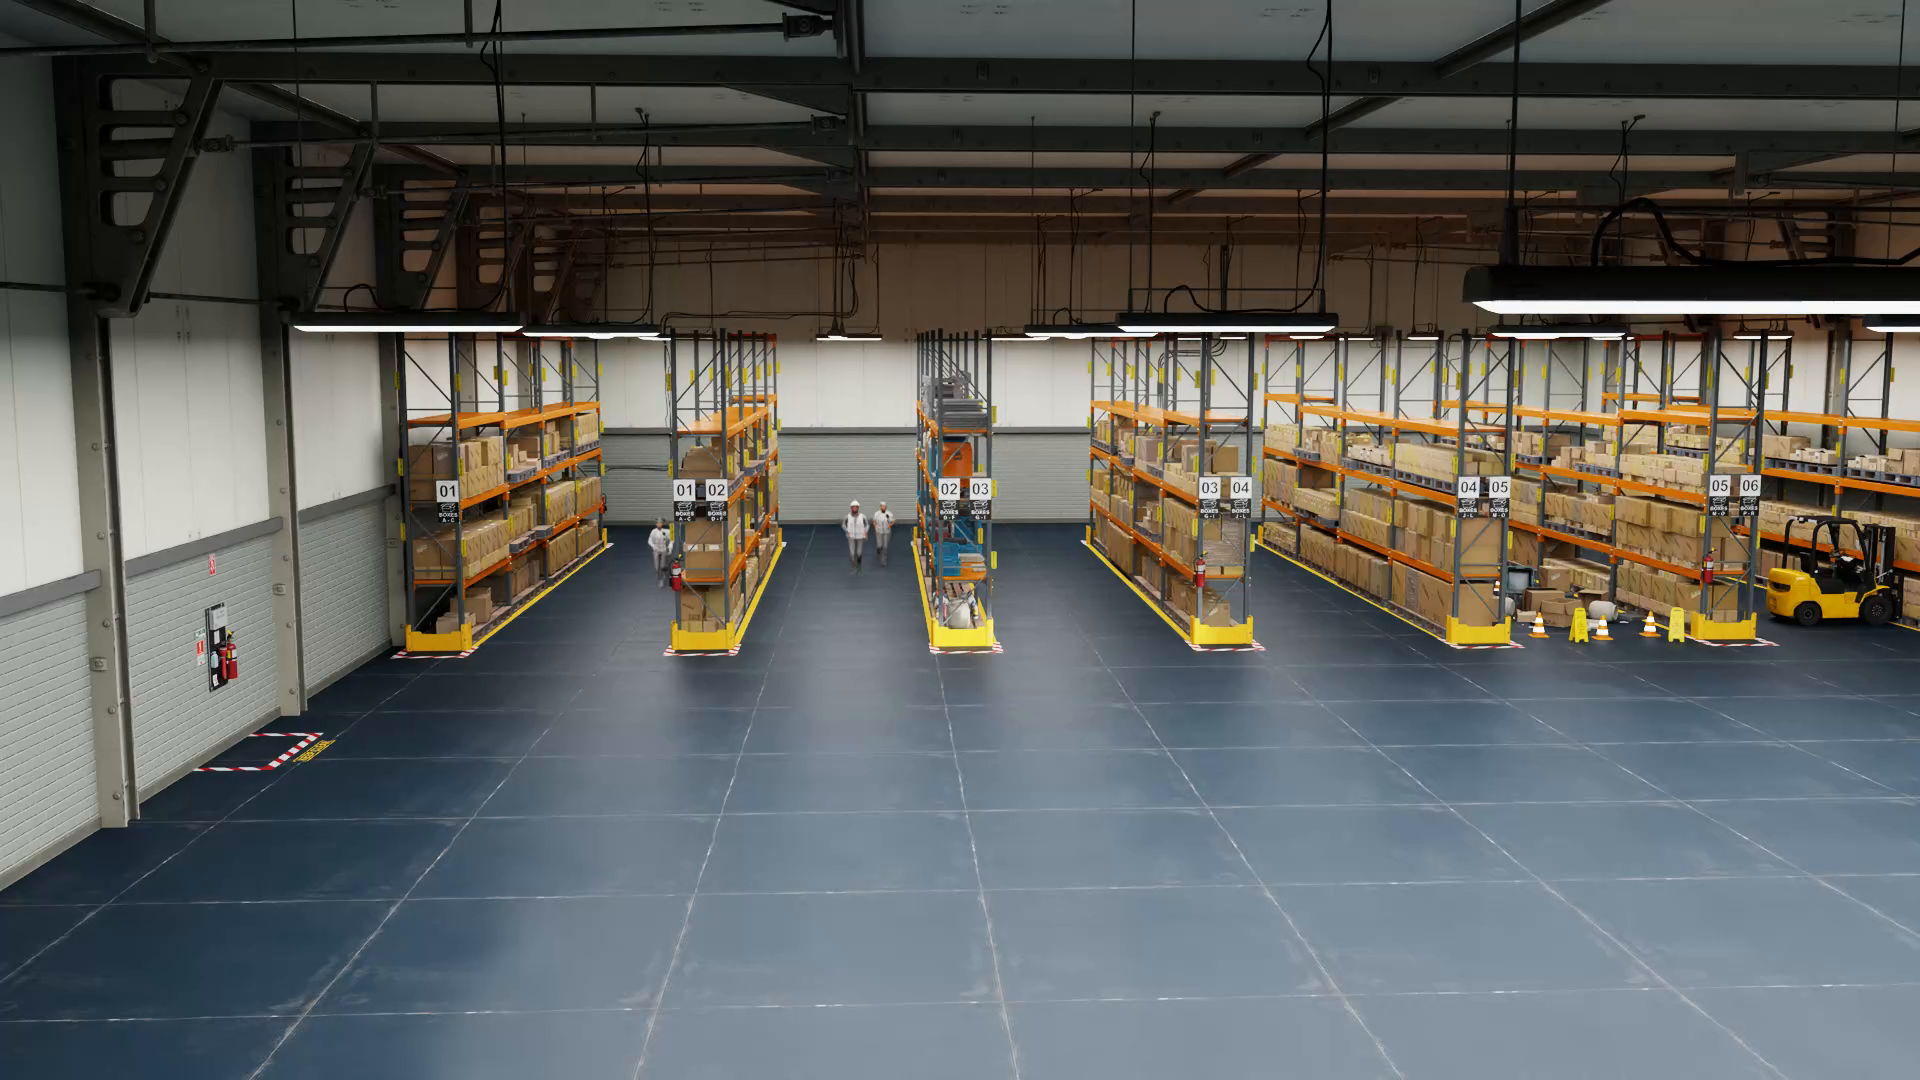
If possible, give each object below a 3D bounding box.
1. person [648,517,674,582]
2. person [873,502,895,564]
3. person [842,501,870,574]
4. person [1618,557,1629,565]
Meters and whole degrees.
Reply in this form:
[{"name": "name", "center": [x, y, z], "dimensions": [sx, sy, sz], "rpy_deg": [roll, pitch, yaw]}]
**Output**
[{"name": "person", "center": [-7.080, 0.246, 39.283], "dimensions": [0.612, 1.583, 0.495], "rpy_deg": [0, 7, 2]}, {"name": "person", "center": [-1.976, -0.176, 43.175], "dimensions": [0.587, 1.633, 0.574], "rpy_deg": [0, 7, -3]}, {"name": "person", "center": [-2.474, -0.057, 39.415], "dimensions": [0.661, 1.731, 0.524], "rpy_deg": [0, 7, -3]}, {"name": "person", "center": [16.124, 0.125, 40.065], "dimensions": [0.628, 1.740, 0.580], "rpy_deg": [0, 7, -4]}]
